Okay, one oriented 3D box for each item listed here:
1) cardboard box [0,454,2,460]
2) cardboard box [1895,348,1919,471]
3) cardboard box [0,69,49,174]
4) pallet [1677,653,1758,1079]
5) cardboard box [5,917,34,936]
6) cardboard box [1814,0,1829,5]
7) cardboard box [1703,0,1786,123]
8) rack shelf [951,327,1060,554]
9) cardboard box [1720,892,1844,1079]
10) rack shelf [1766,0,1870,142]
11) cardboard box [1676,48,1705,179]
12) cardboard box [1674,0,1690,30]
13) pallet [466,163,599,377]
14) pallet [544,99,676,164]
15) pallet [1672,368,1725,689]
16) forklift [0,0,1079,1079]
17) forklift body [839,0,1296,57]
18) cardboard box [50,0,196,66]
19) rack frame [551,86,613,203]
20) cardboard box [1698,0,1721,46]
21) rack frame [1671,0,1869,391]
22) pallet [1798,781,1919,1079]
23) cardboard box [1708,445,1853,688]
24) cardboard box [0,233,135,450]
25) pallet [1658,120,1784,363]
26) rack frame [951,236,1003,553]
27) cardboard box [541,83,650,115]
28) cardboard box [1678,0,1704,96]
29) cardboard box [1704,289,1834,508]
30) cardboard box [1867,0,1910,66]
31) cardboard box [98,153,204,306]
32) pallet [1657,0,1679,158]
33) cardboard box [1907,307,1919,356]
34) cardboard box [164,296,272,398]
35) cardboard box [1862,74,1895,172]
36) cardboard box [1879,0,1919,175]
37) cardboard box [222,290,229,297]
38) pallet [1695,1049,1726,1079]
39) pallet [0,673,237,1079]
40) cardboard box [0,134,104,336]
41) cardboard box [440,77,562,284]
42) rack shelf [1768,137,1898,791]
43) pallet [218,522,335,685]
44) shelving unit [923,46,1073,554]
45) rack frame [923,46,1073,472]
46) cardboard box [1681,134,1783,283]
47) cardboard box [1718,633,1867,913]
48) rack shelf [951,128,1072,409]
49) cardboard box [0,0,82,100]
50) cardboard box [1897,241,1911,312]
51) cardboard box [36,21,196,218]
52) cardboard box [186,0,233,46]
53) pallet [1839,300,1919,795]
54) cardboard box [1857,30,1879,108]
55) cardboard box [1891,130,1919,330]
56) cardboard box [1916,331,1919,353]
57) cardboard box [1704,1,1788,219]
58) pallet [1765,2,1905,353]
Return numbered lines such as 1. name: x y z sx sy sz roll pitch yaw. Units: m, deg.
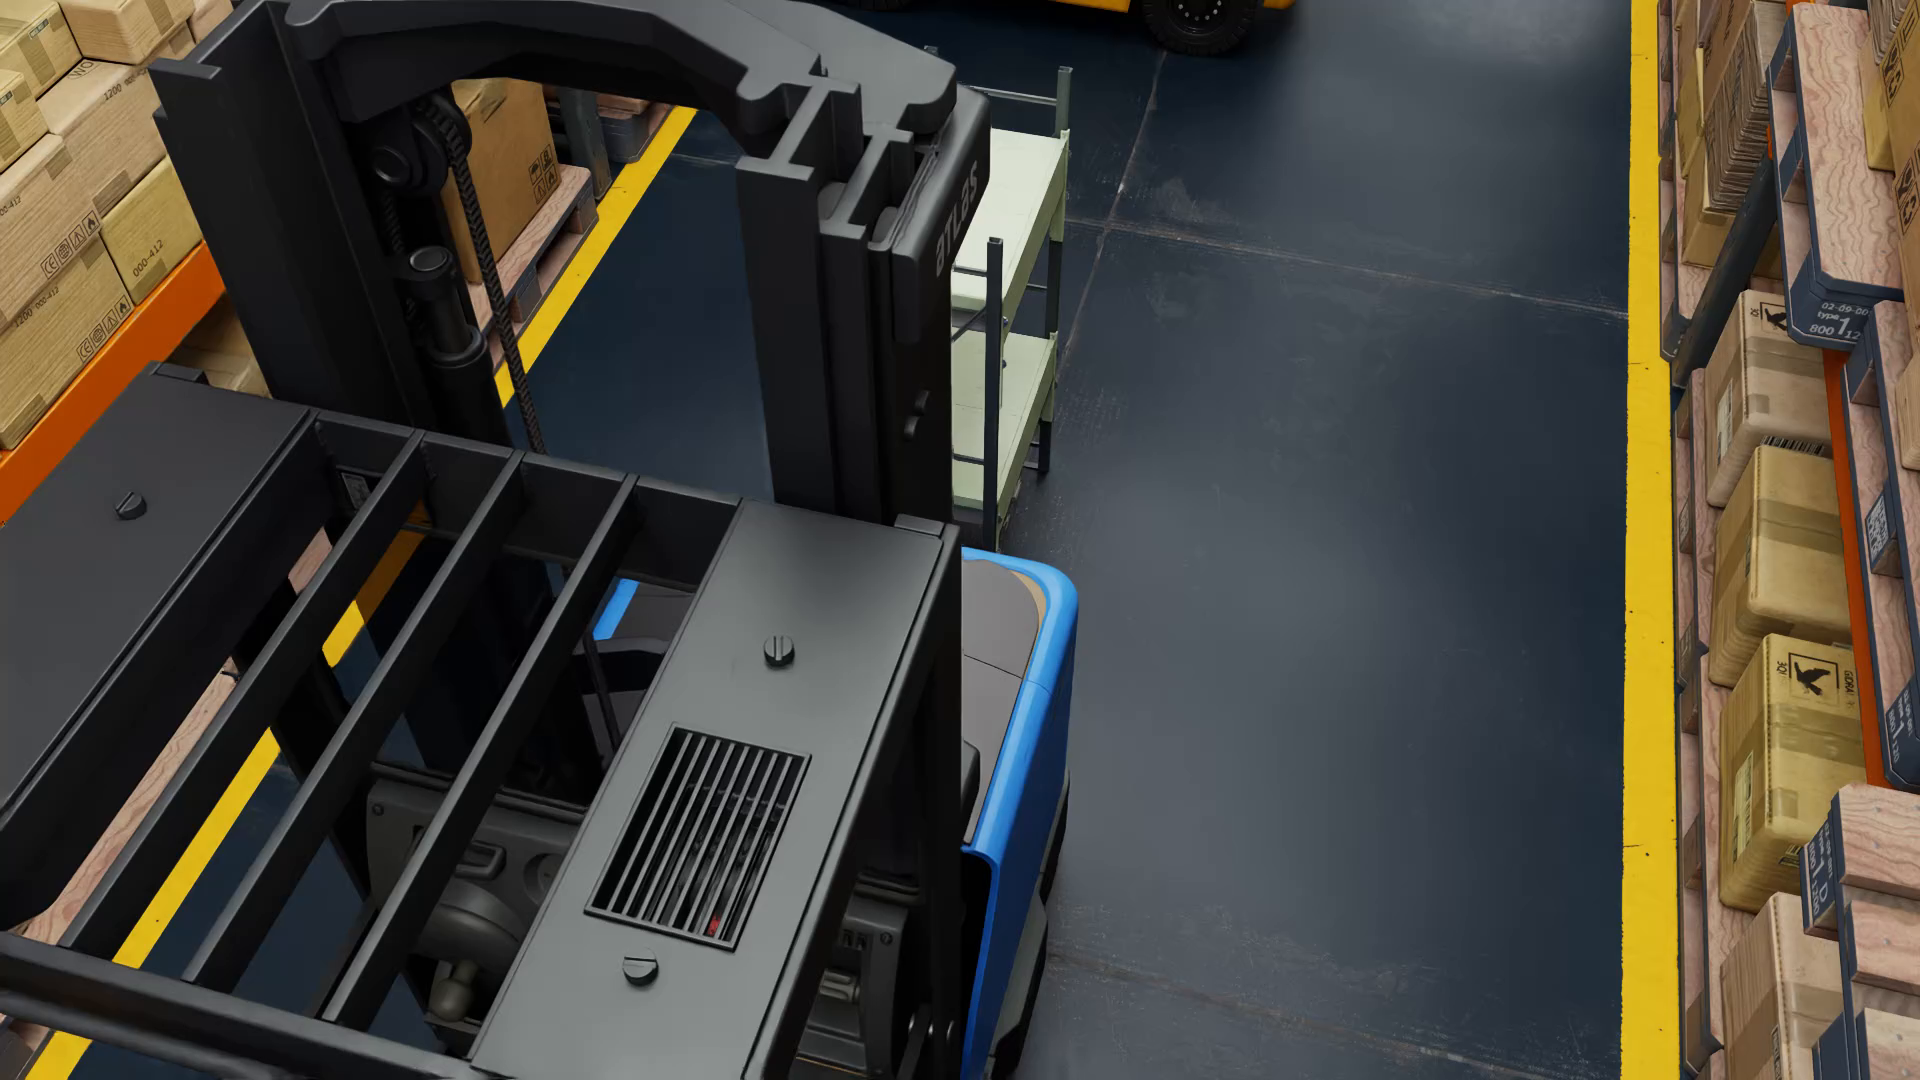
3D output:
1. cardboard box: -2.413 -0.127 3.462 0.500 0.250 0.500 11 49 9
2. cardboard box: 2.120 -0.239 3.348 0.380 0.149 0.250 13 50 11
3. cardboard box: -2.205 -0.897 3.542 0.380 0.149 0.250 13 50 11
4. pallet: 2.417 0.914 4.303 1.003 0.211 1.213 12 50 10
5. cardboard box: -2.725 0.657 3.973 0.875 0.625 0.625 13 50 11
6. cardboard box: 2.730 -1.667 4.888 0.380 0.149 0.250 11 50 10
7. cardboard box: 2.969 -1.784 5.878 0.500 0.500 0.500 12 50 11
8. rack shelf: 0.002 -0.285 4.936 0.431 0.370 0.720 12 50 10
9. cardboard box: 2.232 1.224 3.642 0.950 0.372 0.625 11 49 9
10. rack shelf: 3.466 -2.666 6.082 1.077 0.370 4.000 12 50 10
11. cardboard box: 2.967 -1.555 6.175 0.500 0.250 0.500 10 49 9
12. cardboard box: 3.241 -2.286 6.821 0.500 0.250 0.500 15 50 13
13. pallet: -2.006 -0.971 5.966 1.003 0.211 1.213 12 50 10
14. pallet: -1.600 -2.079 6.944 1.003 0.211 1.213 12 50 10
15. pallet: 2.736 0.028 5.084 1.003 0.211 1.213 12 50 10
16. forklift: -0.601 0.777 2.610 1.130 2.935 3.031 12 50 10
17. forklift body: 0.464 -3.315 6.742 2.313 2.155 1.214 12 50 10
18. cardboard box: -2.028 -1.254 3.857 0.380 0.149 0.250 10 49 9
19. rack frame: -1.850 -2.435 5.398 1.000 3.000 0.127 12 50 10
20. cardboard box: 3.102 -2.154 6.204 0.500 0.500 0.500 14 50 12
21. rack frame: 2.940 -1.458 4.536 1.000 3.000 0.127 12 50 10
22. pallet: 1.972 0.962 2.528 1.213 0.211 1.003 12 50 10
23. cardboard box: 2.618 0.173 4.569 0.950 0.372 0.625 14 50 12
24. cardboard box: -2.284 -0.501 3.792 0.500 0.250 0.500 10 49 9
25. pallet: 3.083 -1.028 6.016 1.003 0.211 1.213 12 50 10
26. rack frame: -0.095 -0.236 4.458 0.400 1.500 0.023 12 50 10
27. cardboard box: -1.403 -1.948 6.523 0.500 0.250 0.500 12 50 10
28. cardboard box: 3.105 -1.922 6.499 0.500 0.250 0.500 12 50 11
29. cardboard box: 2.804 -0.347 5.029 0.950 0.372 0.625 12 50 11
30. cardboard box: 2.540 -1.446 3.980 0.500 0.500 0.500 13 50 11
31. cardboard box: -2.146 -0.876 4.123 0.500 0.250 0.500 13 50 11
32. pallet: 3.402 -1.913 6.798 1.003 0.211 1.213 12 50 10
33. cardboard box: 2.240 -0.421 3.508 0.380 0.149 0.250 12 50 10
34. cardboard box: -2.384 -0.304 4.822 0.875 0.625 0.625 10 49 8
35. cardboard box: 2.415 -0.997 4.017 0.380 0.149 0.250 12 50 11
36. cardboard box: 2.409 -1.083 3.660 0.500 0.500 0.500 12 50 10
37. cardboard box: -2.188 -0.848 5.302 0.875 0.625 0.625 11 50 10
38. pallet: 2.094 1.793 3.527 1.003 0.211 1.213 12 50 10
39. pallet: -2.648 0.794 4.409 1.003 0.211 1.213 12 50 10
40. cardboard box: -2.262 -0.667 3.604 0.500 0.250 0.500 10 49 9
41. cardboard box: -1.976 -1.408 5.796 0.875 0.625 0.625 14 50 12
42. rack shelf: 2.414 0.227 3.529 1.077 0.370 4.000 12 50 10
43. pallet: -2.325 -0.086 5.185 1.003 0.211 1.213 12 50 10
44. shelving unit: 0.002 -0.501 4.692 0.431 1.500 0.755 12 50 10
45. rack frame: 0.098 -0.766 4.926 0.400 1.500 0.023 12 50 10
46. cardboard box: 2.836 -1.168 5.834 0.500 0.250 0.500 14 50 12
47. cardboard box: 2.437 0.677 4.125 0.950 0.372 0.625 13 50 11
48. rack shelf: 0.002 -0.759 4.399 0.431 0.370 0.720 12 50 10
49. cardboard box: -2.230 -1.104 3.725 0.380 0.149 0.250 12 50 10
50. cardboard box: 2.307 -0.599 3.666 0.380 0.149 0.250 12 50 11
51. cardboard box: -2.152 -1.041 3.935 0.500 0.250 0.500 12 50 11
52. cardboard box: -2.001 -1.403 4.254 0.500 0.250 0.500 12 50 11
53. pallet: 2.369 0.059 3.325 1.003 0.211 1.213 12 50 10
54. cardboard box: 2.490 -1.176 4.175 0.380 0.149 0.250 12 50 11
55. cardboard box: 2.265 -0.728 3.347 0.500 0.500 0.500 11 50 10
56. cardboard box: 2.140 -0.355 3.017 0.500 0.500 0.500 10 49 8
57. cardboard box: 2.837 -1.416 5.553 0.500 0.500 0.500 11 49 10
58. pallet: 2.598 -0.870 4.145 1.003 0.211 1.213 12 50 10
